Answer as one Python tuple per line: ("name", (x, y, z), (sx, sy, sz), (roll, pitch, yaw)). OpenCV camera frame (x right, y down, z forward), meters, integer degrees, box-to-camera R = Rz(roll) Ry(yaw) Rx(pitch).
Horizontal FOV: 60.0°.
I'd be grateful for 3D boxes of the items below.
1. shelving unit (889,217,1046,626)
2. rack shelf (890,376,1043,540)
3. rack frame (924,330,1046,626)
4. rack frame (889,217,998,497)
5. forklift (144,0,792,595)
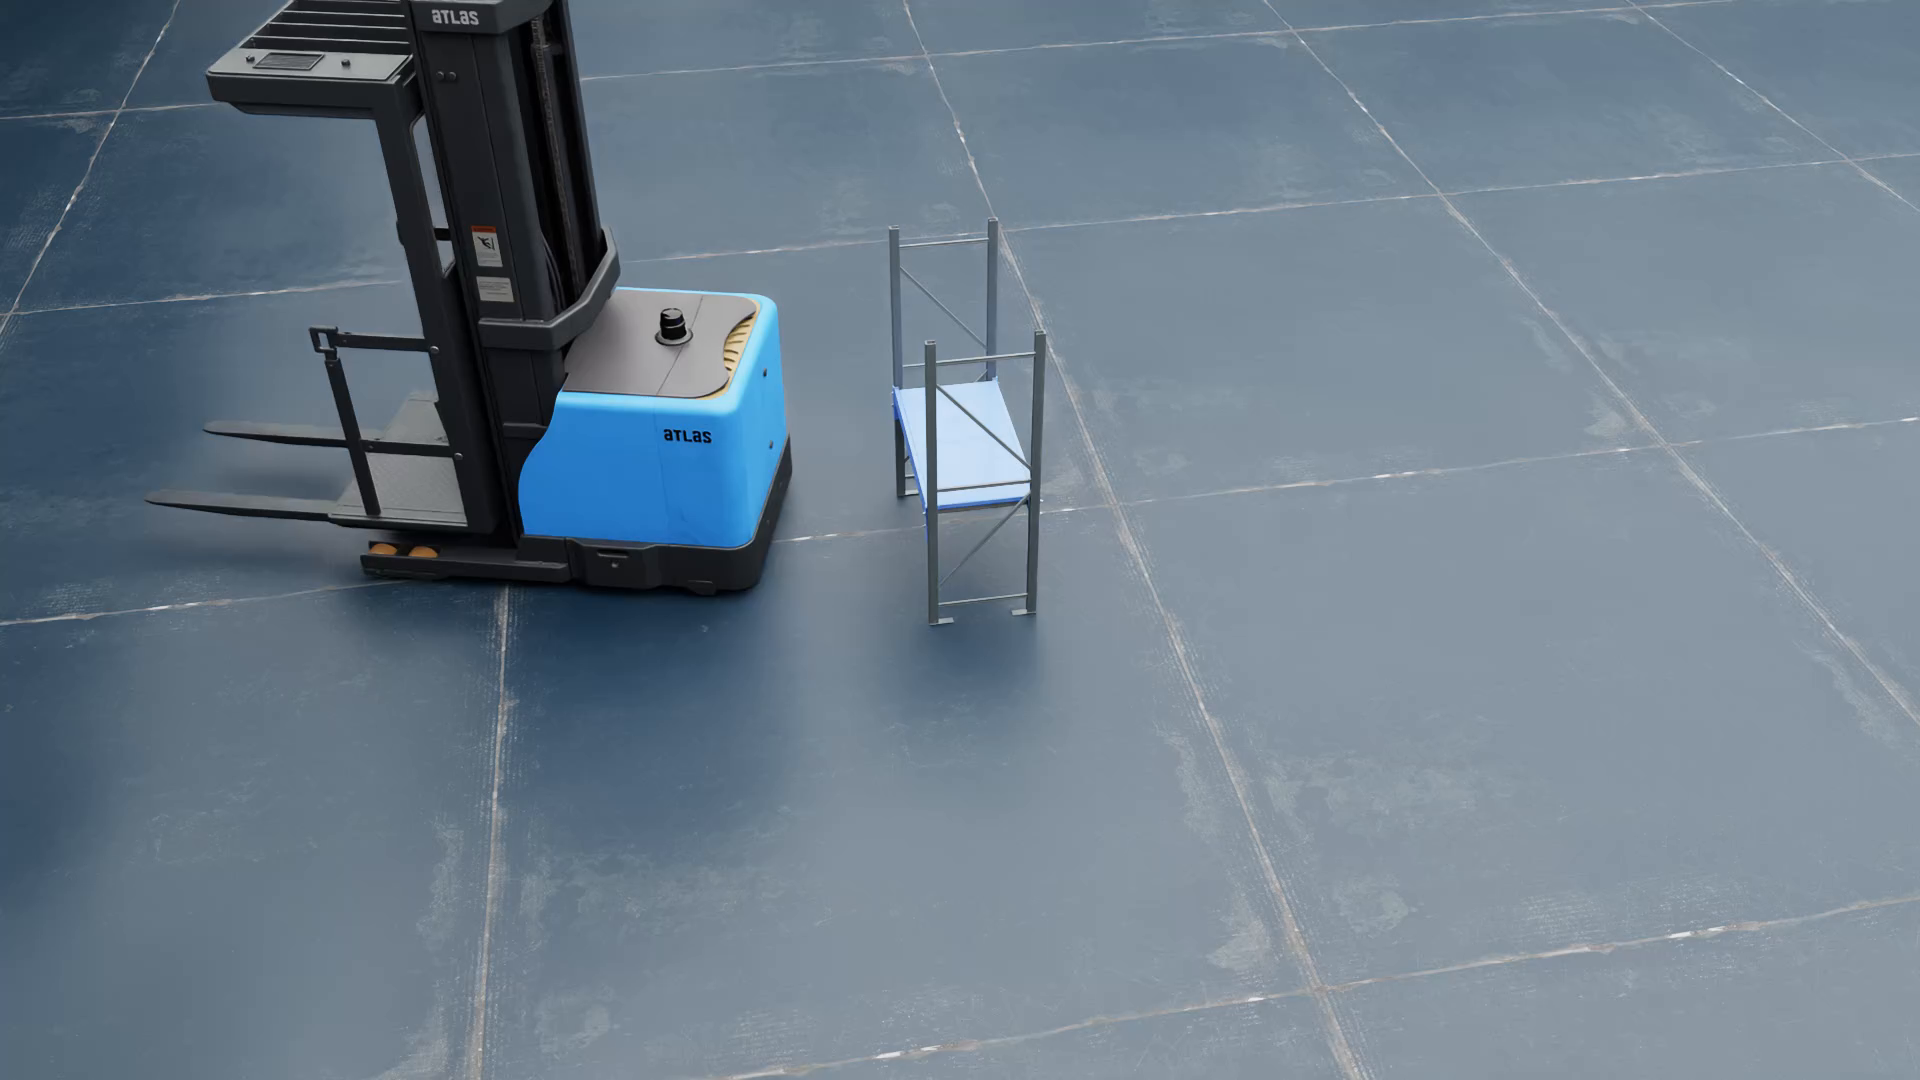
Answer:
("shelving unit", (0.015, -0.541, 7.623), (0.538, 1.500, 1.048), (-6, 38, -8))
("rack shelf", (0.015, -0.399, 7.734), (0.538, 0.185, 1.000), (-6, 38, -8))
("rack frame", (0.104, -0.234, 7.228), (0.500, 1.500, 0.032), (-6, 38, -8))
("rack frame", (-0.074, -0.848, 8.019), (0.500, 1.500, 0.032), (-6, 38, -8))
("forklift", (-2.406, -1.279, 7.408), (3.031, 2.935, 1.130), (4, 38, 5))
